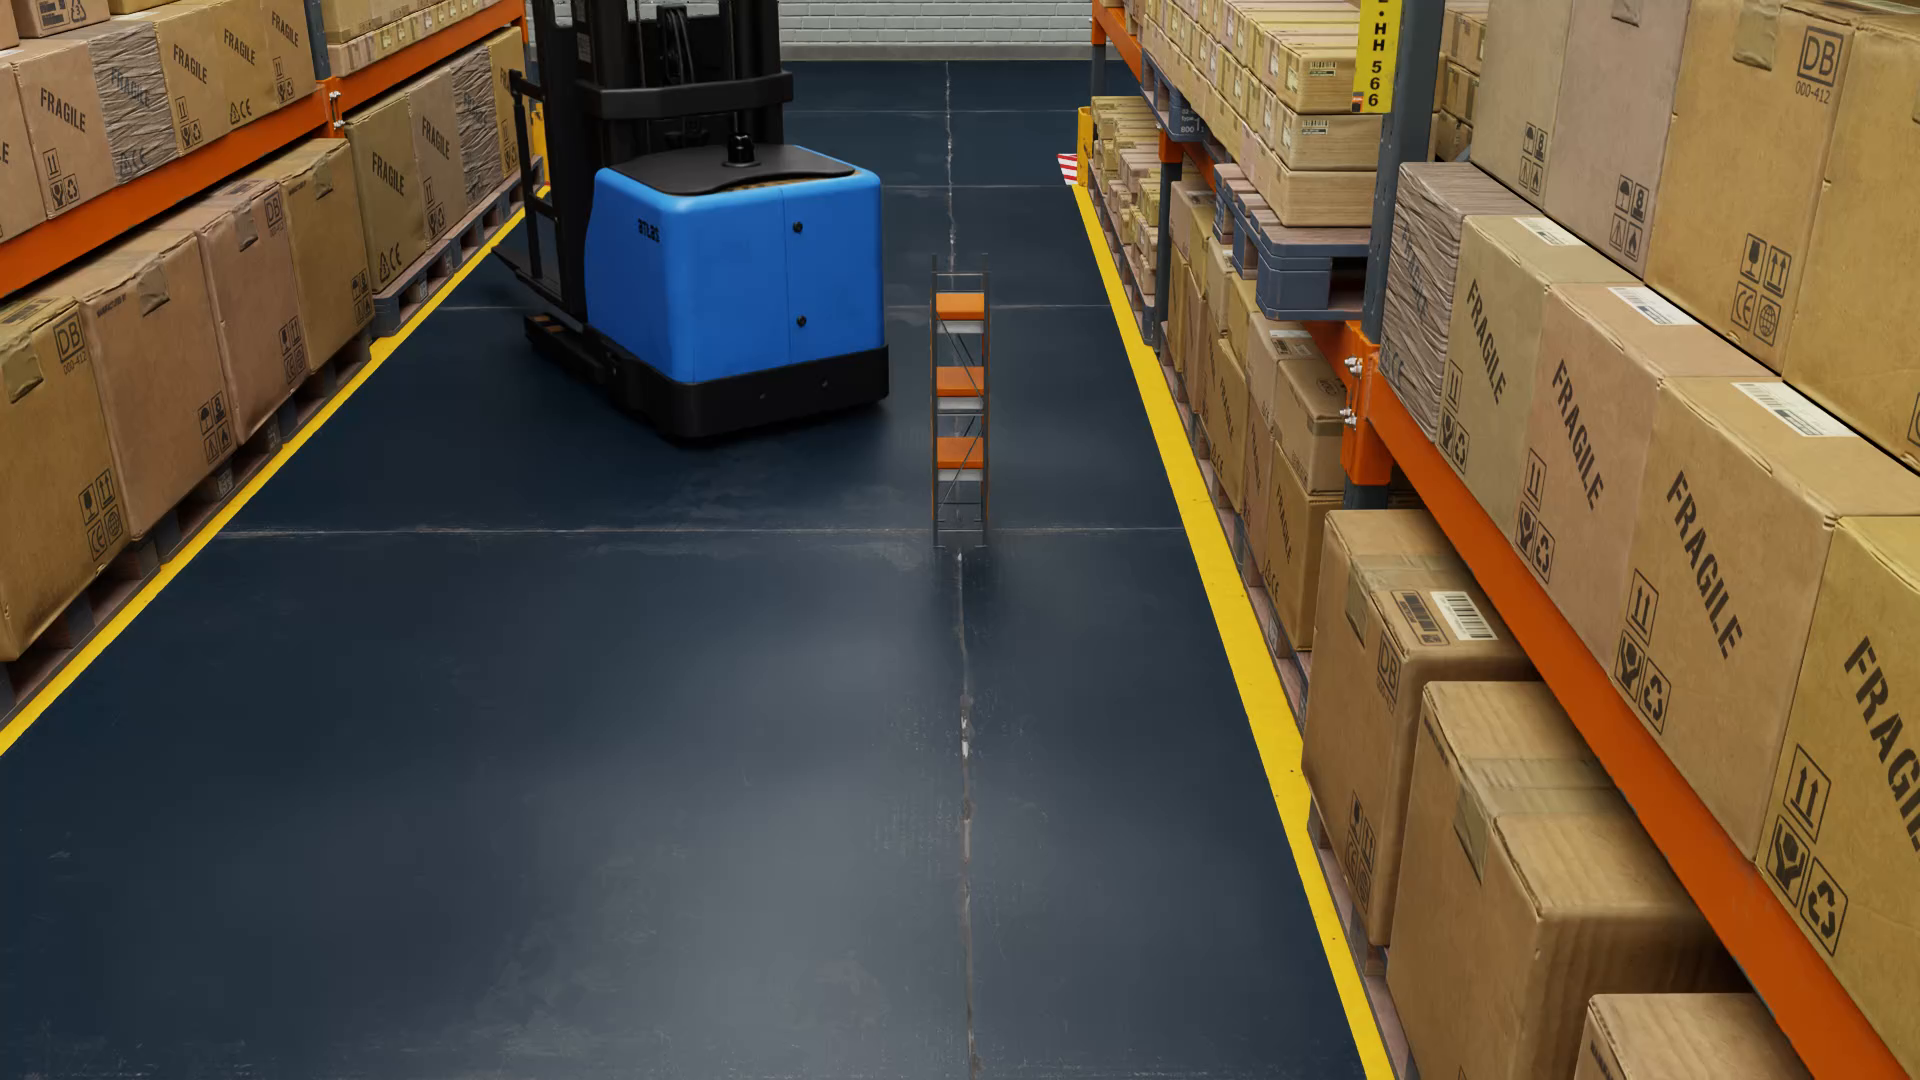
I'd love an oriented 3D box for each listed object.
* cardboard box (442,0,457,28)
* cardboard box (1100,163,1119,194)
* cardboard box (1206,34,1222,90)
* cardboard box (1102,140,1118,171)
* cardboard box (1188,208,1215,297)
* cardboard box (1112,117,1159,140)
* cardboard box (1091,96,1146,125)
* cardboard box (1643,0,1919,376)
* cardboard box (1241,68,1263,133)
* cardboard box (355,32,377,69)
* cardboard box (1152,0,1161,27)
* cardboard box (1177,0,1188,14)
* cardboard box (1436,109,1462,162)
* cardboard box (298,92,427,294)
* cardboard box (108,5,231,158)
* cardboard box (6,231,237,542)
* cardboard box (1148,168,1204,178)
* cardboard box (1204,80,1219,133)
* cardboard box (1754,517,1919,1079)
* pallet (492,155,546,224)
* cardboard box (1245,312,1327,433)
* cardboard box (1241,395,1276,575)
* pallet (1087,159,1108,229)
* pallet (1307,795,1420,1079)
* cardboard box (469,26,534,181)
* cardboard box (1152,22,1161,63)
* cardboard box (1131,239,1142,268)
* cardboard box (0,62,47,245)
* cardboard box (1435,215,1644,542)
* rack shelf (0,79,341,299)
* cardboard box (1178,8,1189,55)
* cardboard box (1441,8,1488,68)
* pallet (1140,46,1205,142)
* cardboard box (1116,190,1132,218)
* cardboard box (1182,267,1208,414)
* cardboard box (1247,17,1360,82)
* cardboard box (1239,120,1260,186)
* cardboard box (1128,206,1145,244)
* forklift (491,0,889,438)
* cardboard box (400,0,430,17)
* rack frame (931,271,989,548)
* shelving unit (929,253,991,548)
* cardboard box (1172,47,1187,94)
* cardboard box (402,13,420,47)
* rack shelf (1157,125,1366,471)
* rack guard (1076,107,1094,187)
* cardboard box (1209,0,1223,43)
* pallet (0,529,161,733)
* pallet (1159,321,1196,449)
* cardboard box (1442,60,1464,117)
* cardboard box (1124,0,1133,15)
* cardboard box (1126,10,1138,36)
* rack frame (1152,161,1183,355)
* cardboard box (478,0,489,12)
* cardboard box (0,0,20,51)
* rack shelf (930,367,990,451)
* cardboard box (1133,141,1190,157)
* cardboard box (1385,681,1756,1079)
[{"bbox_3d":[-3.183,-3.098,9.765,0.380,0.149,0.250,0,24,0],"label":"cardboard box"},{"bbox_3d":[1.101,-2.328,10.707,0.380,0.149,0.250,0,24,0],"label":"cardboard box"},{"bbox_3d":[1.039,-1.617,5.620,0.380,0.149,0.250,0,24,1],"label":"cardboard box"},{"bbox_3d":[1.109,-2.460,10.637,0.380,0.149,0.250,0,24,1],"label":"cardboard box"},{"bbox_3d":[1.224,-1.189,6.853,0.500,0.250,0.500,0,24,1],"label":"cardboard box"},{"bbox_3d":[1.178,-2.595,10.576,0.380,0.149,0.250,-1,24,-3],"label":"cardboard box"},{"bbox_3d":[1.094,-2.914,11.282,0.380,0.149,0.250,-1,24,-3],"label":"cardboard box"},{"bbox_3d":[1.525,-0.568,2.532,0.700,0.500,0.500,-1,24,-1],"label":"cardboard box"},{"bbox_3d":[1.045,-1.304,4.928,0.380,0.149,0.250,0,24,1],"label":"cardboard box"},{"bbox_3d":[-3.162,-2.457,8.347,0.380,0.149,0.250,-1,24,-2],"label":"cardboard box"},{"bbox_3d":[1.021,-2.261,7.044,0.380,0.149,0.250,-1,24,-2],"label":"cardboard box"},{"bbox_3d":[1.029,-2.075,6.271,0.380,0.149,0.250,0,24,-1],"label":"cardboard box"},{"bbox_3d":[1.702,-1.267,5.207,0.380,0.149,0.250,1,24,2],"label":"cardboard box"},{"bbox_3d":[-3.416,-1.835,8.736,0.875,0.875,0.875,0,24,-1],"label":"cardboard box"},{"bbox_3d":[-3.199,-1.774,6.412,0.500,0.500,0.500,-1,24,-1],"label":"cardboard box"},{"bbox_3d":[-3.434,-0.566,5.931,1.225,0.875,0.875,0,24,0],"label":"cardboard box"},{"bbox_3d":[1.231,-1.944,9.136,0.380,0.149,0.250,1,24,1],"label":"cardboard box"},{"bbox_3d":[1.042,-1.479,5.674,0.380,0.149,0.250,0,24,1],"label":"cardboard box"},{"bbox_3d":[1.275,0.300,1.824,0.500,0.500,0.500,0,24,0],"label":"cardboard box"},{"bbox_3d":[-3.446,-2.388,11.274,1.003,0.211,1.213,0,24,-1],"label":"pallet"},{"bbox_3d":[1.230,-0.555,5.450,0.500,0.250,0.500,0,24,0],"label":"cardboard box"},{"bbox_3d":[1.245,-0.208,5.594,0.500,0.500,0.500,1,24,2],"label":"cardboard box"},{"bbox_3d":[1.403,-2.332,11.149,1.003,0.211,1.213,0,24,-1],"label":"pallet"},{"bbox_3d":[1.449,0.924,3.951,1.003,0.211,1.213,0,24,-1],"label":"pallet"},{"bbox_3d":[-3.445,-2.948,11.196,0.875,0.875,0.875,0,24,-1],"label":"cardboard box"},{"bbox_3d":[1.025,-2.118,7.089,0.380,0.149,0.250,0,24,0],"label":"cardboard box"},{"bbox_3d":[1.140,-1.589,9.073,0.380,0.149,0.250,-1,24,-2],"label":"cardboard box"},{"bbox_3d":[-3.186,-1.151,5.033,0.500,0.500,0.500,-1,24,-2],"label":"cardboard box"},{"bbox_3d":[1.259,-0.322,3.200,0.500,0.500,0.500,0,24,-1],"label":"cardboard box"},{"bbox_3d":[-3.467,-1.188,6.109,1.077,0.370,4.000,0,24,-1],"label":"rack shelf"},{"bbox_3d":[1.033,-1.937,6.327,0.380,0.149,0.250,1,24,2],"label":"cardboard box"},{"bbox_3d":[1.698,-1.532,5.071,0.380,0.149,0.250,-1,24,-3],"label":"cardboard box"},{"bbox_3d":[1.335,-1.917,7.082,1.003,0.211,1.213,0,24,-1],"label":"pallet"},{"bbox_3d":[1.144,-2.006,9.996,0.380,0.149,0.250,0,24,-1],"label":"cardboard box"},{"bbox_3d":[1.222,-0.849,7.011,0.500,0.500,0.500,1,24,2],"label":"cardboard box"},{"bbox_3d":[1.048,-1.431,4.848,0.380,0.149,0.250,0,24,1],"label":"cardboard box"},{"bbox_3d":[1.046,-1.158,4.966,0.380,0.149,0.250,0,24,0],"label":"cardboard box"},{"bbox_3d":[1.115,-1.698,8.954,0.380,0.149,0.250,-1,24,-2],"label":"cardboard box"},{"bbox_3d":[-1.538,-2.327,7.838,1.130,2.935,3.031,-15,28,-29],"label":"forklift"},{"bbox_3d":[-3.244,-3.020,9.108,0.500,0.250,0.500,0,24,1],"label":"cardboard box"},{"bbox_3d":[0.001,-0.450,5.971,0.200,1.050,0.008,0,24,-1],"label":"rack frame"},{"bbox_3d":[-0.001,-0.500,6.082,0.215,1.050,0.252,0,24,-1],"label":"shelving unit"},{"bbox_3d":[1.029,-1.807,6.401,0.380,0.149,0.250,-1,24,-3],"label":"cardboard box"},{"bbox_3d":[-3.173,-2.779,9.059,0.380,0.149,0.250,-1,24,-1],"label":"cardboard box"},{"bbox_3d":[1.494,-1.168,6.066,1.077,0.370,4.000,0,24,-1],"label":"rack shelf"},{"bbox_3d":[1.429,-2.798,11.830,1.175,0.500,0.348,0,24,-1],"label":"rack guard"},{"bbox_3d":[1.040,-1.753,5.558,0.380,0.149,0.250,1,24,2],"label":"cardboard box"},{"bbox_3d":[-3.378,0.254,5.432,1.003,0.211,1.213,0,24,-1],"label":"pallet"},{"bbox_3d":[1.482,-0.729,7.605,1.003,0.211,1.213,0,24,-1],"label":"pallet"},{"bbox_3d":[1.697,-1.410,5.162,0.380,0.149,0.250,0,24,0],"label":"cardboard box"},{"bbox_3d":[1.176,-3.118,9.022,0.500,0.500,0.500,0,24,-1],"label":"cardboard box"},{"bbox_3d":[1.146,-2.966,9.473,0.380,0.149,0.250,0,24,0],"label":"cardboard box"},{"bbox_3d":[1.472,-2.320,7.740,1.000,3.000,0.127,0,24,-1],"label":"rack frame"},{"bbox_3d":[-3.191,-3.414,10.464,0.380,0.149,0.250,0,24,0],"label":"cardboard box"},{"bbox_3d":[-3.441,-1.764,5.171,0.797,0.503,0.637,0,24,1],"label":"cardboard box"},{"bbox_3d":[-0.001,-0.491,6.087,0.215,0.259,0.240,0,24,-1],"label":"rack shelf"},{"bbox_3d":[1.227,-2.269,9.855,0.380,0.149,0.250,0,24,0],"label":"cardboard box"},{"bbox_3d":[1.445,0.773,3.121,1.050,0.750,0.750,0,24,0],"label":"cardboard box"}]
